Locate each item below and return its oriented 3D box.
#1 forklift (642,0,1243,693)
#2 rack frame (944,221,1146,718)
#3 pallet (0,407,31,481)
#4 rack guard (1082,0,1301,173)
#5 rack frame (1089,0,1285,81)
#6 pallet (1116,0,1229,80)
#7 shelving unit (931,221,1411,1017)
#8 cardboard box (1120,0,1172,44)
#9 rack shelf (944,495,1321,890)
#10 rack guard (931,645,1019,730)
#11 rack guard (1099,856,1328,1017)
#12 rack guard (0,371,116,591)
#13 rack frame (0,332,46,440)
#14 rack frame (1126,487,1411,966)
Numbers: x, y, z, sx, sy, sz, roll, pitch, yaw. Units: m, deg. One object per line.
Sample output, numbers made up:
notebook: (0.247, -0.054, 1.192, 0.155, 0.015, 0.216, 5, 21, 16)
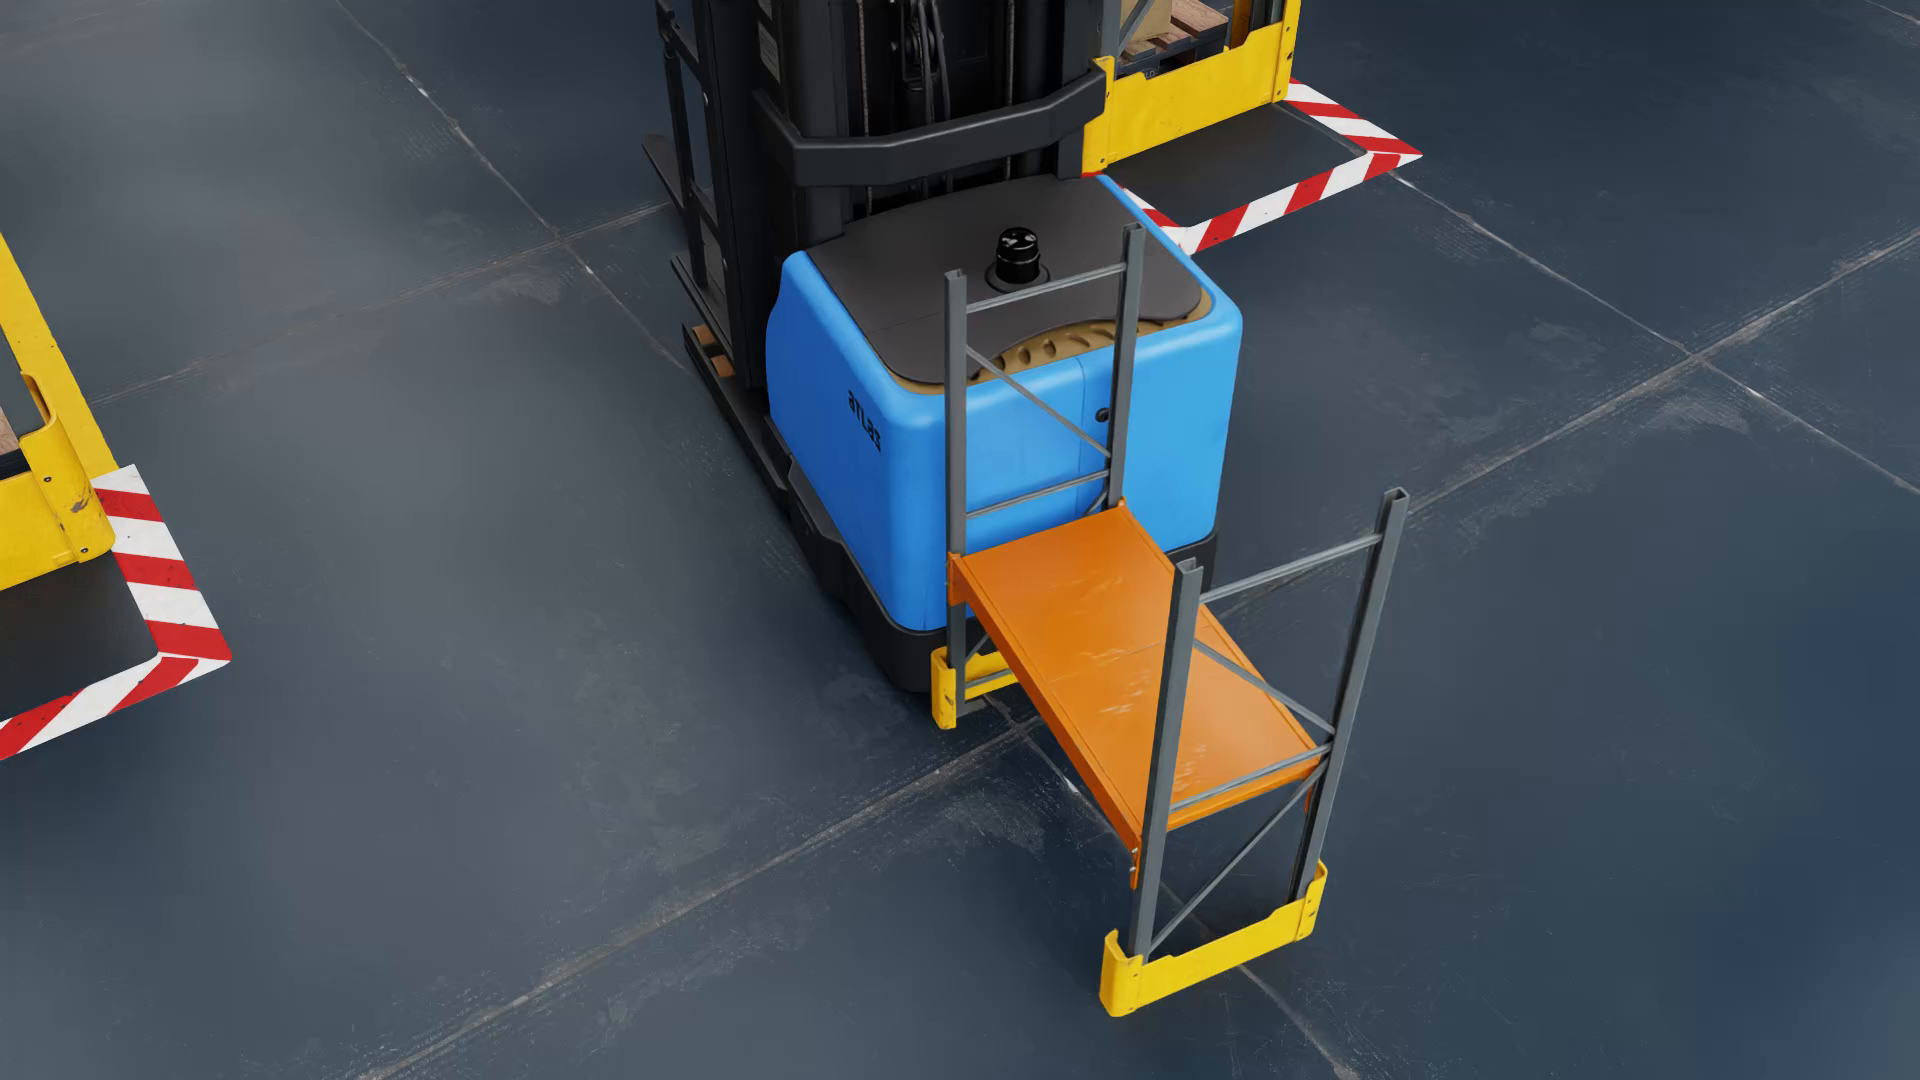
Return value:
forklift: (-0.320, -1.653, 4.859, 1.130, 2.935, 3.031, -18, 46, -18)
rack frame: (0.197, -0.115, 4.284, 0.500, 1.500, 0.032, -18, 46, -18)
pallet: (-3.676, -0.382, 5.497, 1.003, 0.211, 1.213, -26, 49, -24)
rack guard: (0.885, -1.999, 6.982, 1.175, 0.500, 0.348, -26, 49, -24)
rack frame: (0.929, -2.860, 6.074, 1.000, 3.000, 0.127, -26, 49, -24)
pallet: (0.450, -2.369, 7.579, 1.003, 0.211, 1.213, -26, 49, -24)
shelving unit: (0.407, 0.198, 3.956, 0.587, 1.500, 1.083, -18, 46, -18)
cardboard box: (0.585, -2.468, 7.170, 0.500, 0.500, 0.500, -17, 46, -17)
rack shelf: (0.411, 0.334, 4.075, 0.538, 0.185, 1.000, -18, 46, -18)
rack guard: (0.197, 0.338, 4.715, 0.587, 0.250, 0.087, -18, 46, -18)
rack guard: (0.617, 0.962, 4.061, 0.587, 0.250, 0.087, -18, 46, -18)
rack guard: (-3.216, -0.024, 4.913, 1.175, 0.500, 0.348, -26, 49, -24)
rack frame: (-3.134, -0.904, 4.024, 1.000, 3.000, 0.127, -26, 49, -24)
rack frame: (0.626, 0.522, 3.617, 0.500, 1.500, 0.032, -18, 46, -18)
